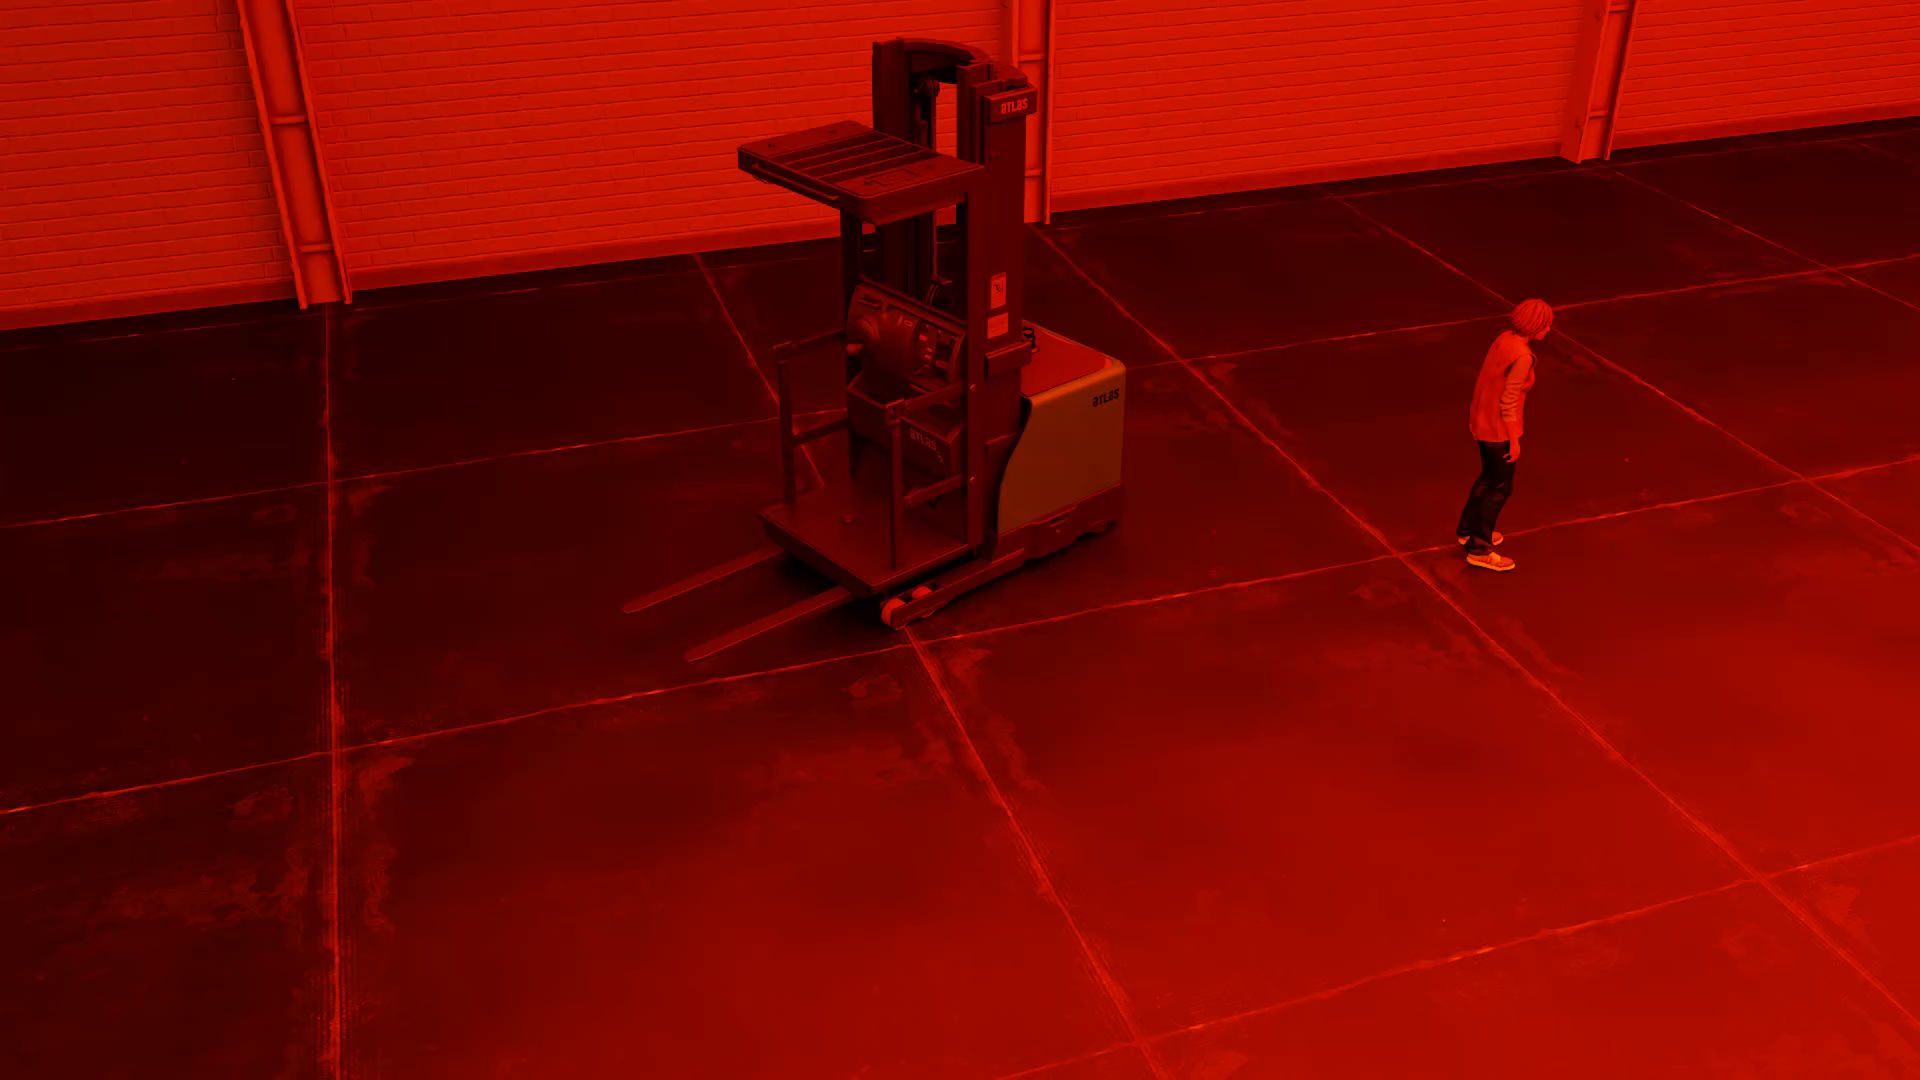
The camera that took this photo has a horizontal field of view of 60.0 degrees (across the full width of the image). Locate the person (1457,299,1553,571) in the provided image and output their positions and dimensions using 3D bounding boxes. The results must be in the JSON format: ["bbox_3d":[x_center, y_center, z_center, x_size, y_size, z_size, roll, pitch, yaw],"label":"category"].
[{"bbox_3d":[3.092,-0.620,9.508,0.345,1.592,0.464,2,30,4],"label":"person"}]

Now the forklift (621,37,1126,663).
[{"bbox_3d":[-0.461,-1.072,8.951,3.031,2.935,1.130,-23,37,-34],"label":"forklift"}]
